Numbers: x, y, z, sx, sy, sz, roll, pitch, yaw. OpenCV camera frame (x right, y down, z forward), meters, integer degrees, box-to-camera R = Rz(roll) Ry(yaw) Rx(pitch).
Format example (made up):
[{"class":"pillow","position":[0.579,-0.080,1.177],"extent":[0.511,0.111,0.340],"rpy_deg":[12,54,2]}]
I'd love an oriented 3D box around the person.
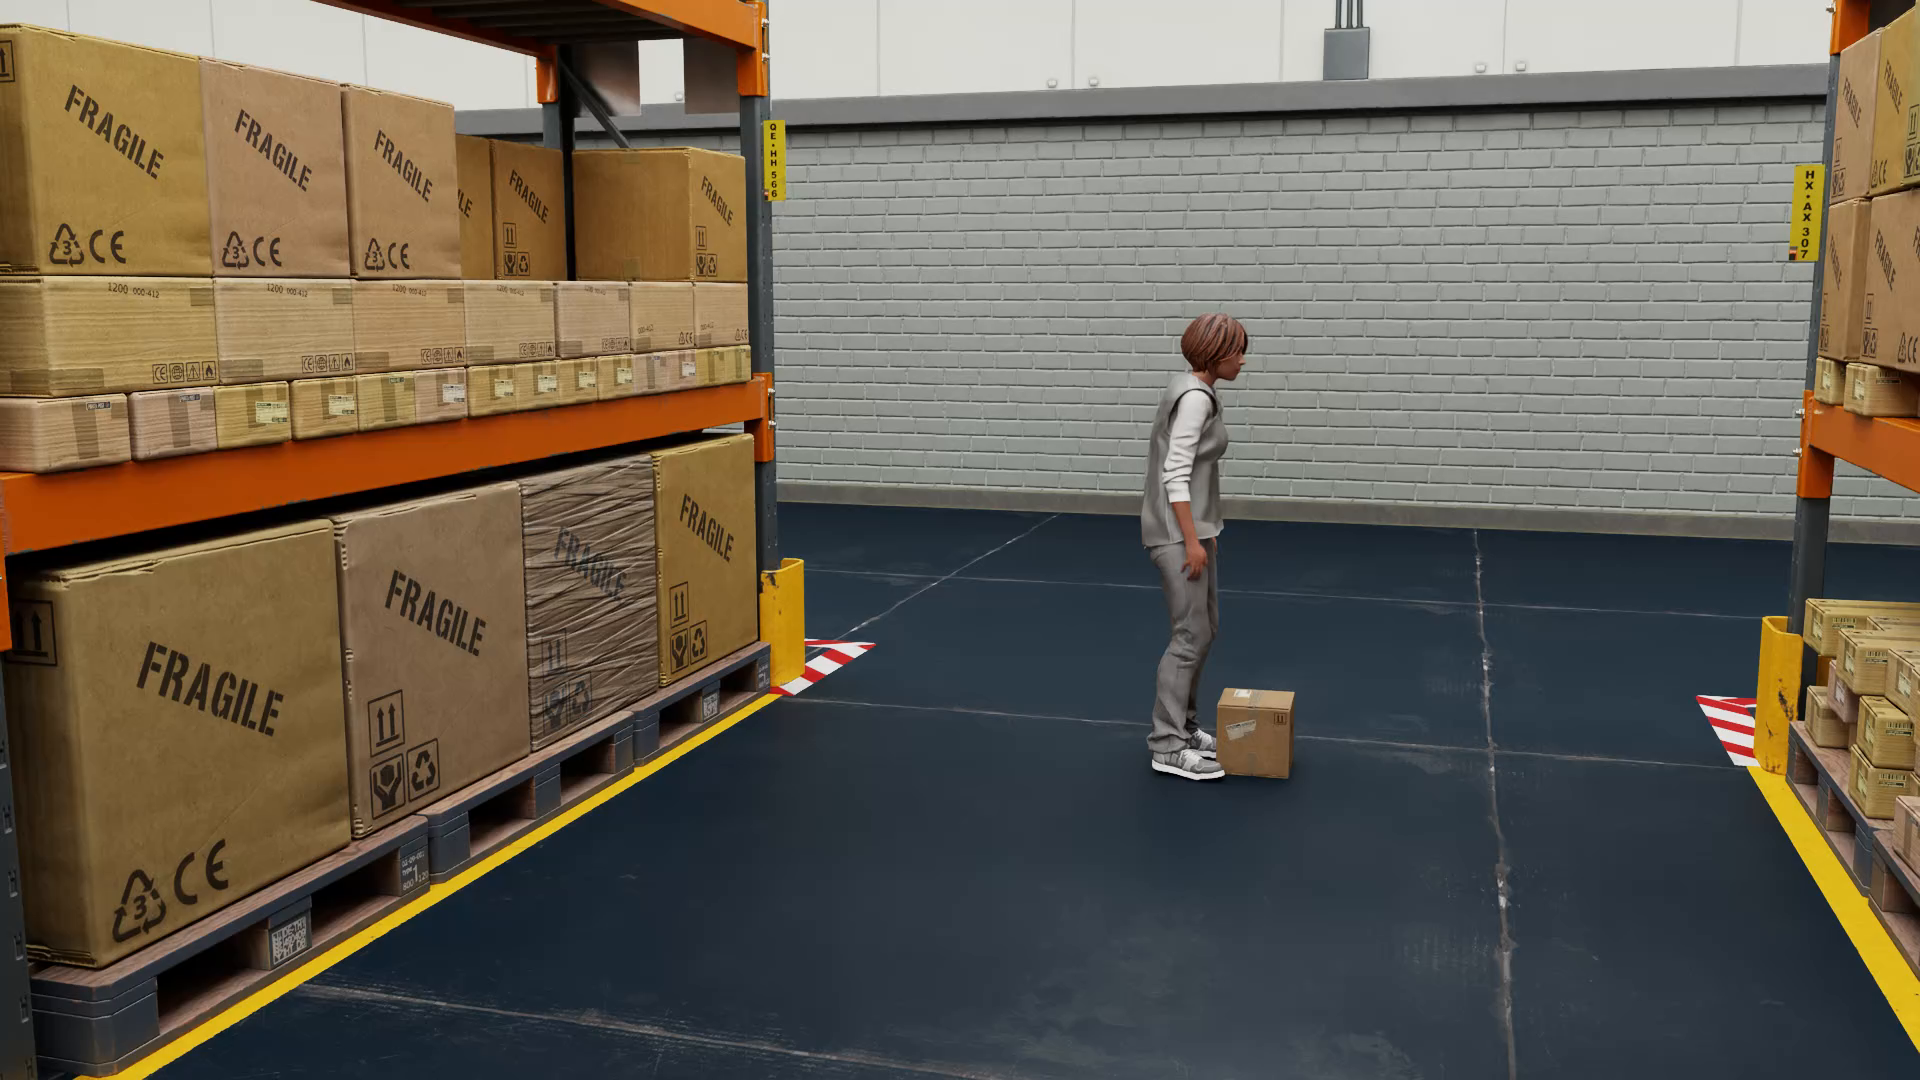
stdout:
[{"class":"person","position":[0.813,0.126,5.848],"extent":[0.318,1.352,0.473],"rpy_deg":[2,9,15]}]
